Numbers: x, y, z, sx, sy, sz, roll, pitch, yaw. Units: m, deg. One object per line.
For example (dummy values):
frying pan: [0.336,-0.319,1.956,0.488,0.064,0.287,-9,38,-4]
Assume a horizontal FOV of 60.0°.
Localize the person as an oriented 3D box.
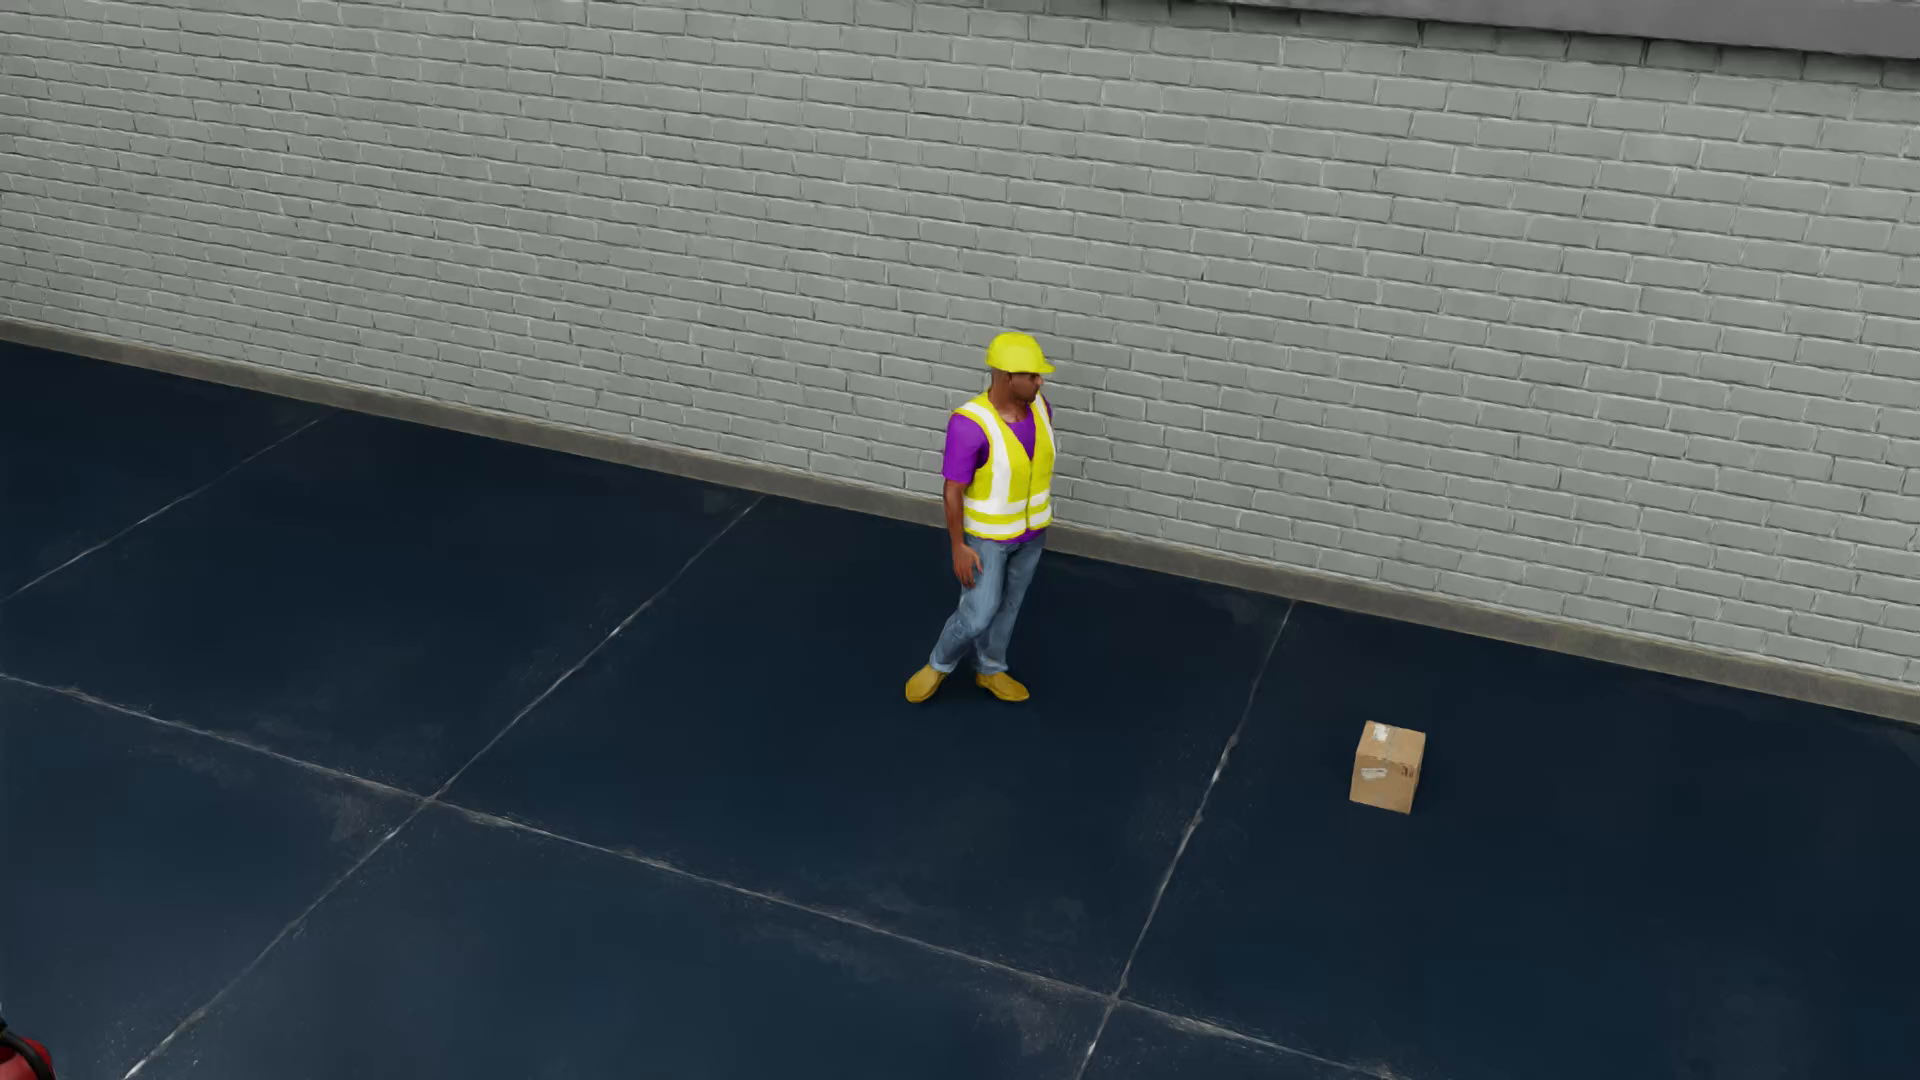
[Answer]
person: [0.111,-0.065,7.187,0.726,1.757,0.448,-21,36,-33]
